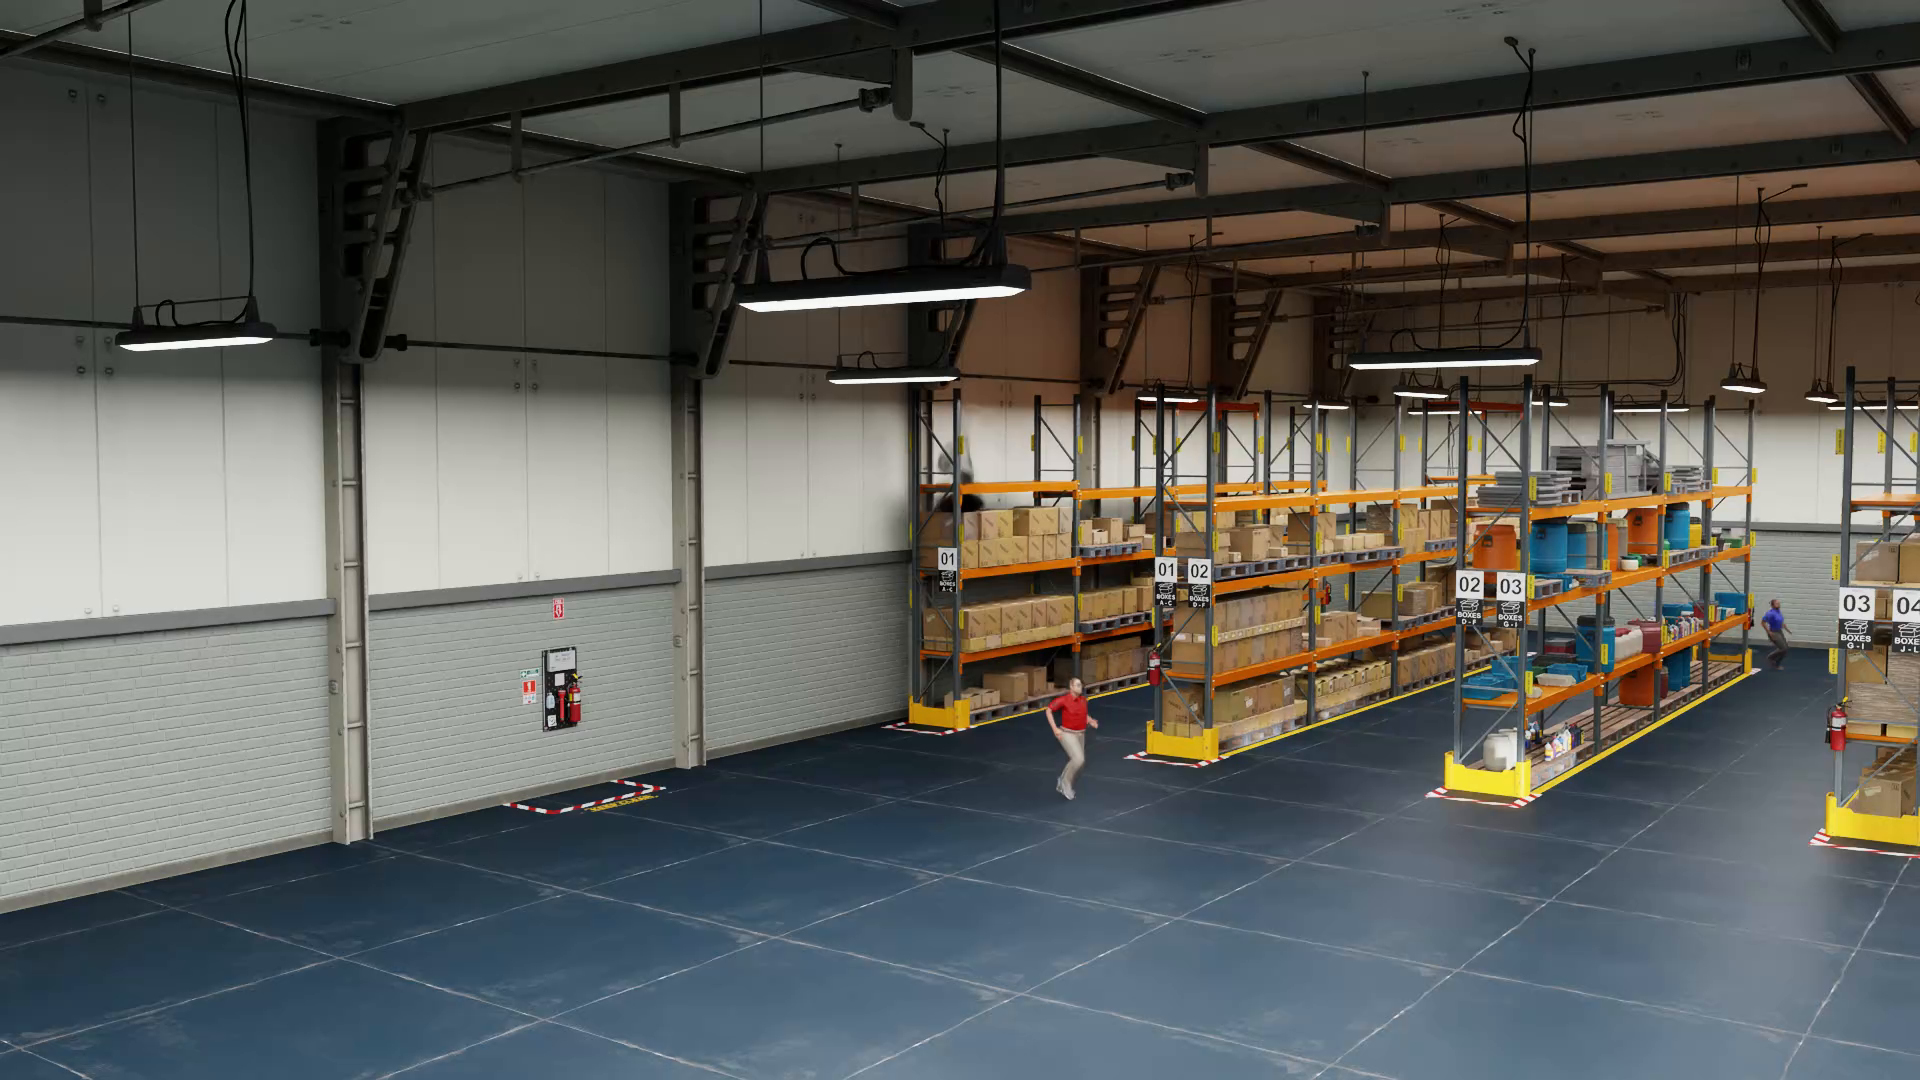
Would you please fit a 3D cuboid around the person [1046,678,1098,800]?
[{"bbox_3d":[1.612,2.813,23.579,0.658,1.716,0.723,-3,5,-44],"label":"person"}]

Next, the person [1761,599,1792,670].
[{"bbox_3d":[18.178,2.109,36.979,0.631,1.600,0.497,-2,4,-34],"label":"person"}]
